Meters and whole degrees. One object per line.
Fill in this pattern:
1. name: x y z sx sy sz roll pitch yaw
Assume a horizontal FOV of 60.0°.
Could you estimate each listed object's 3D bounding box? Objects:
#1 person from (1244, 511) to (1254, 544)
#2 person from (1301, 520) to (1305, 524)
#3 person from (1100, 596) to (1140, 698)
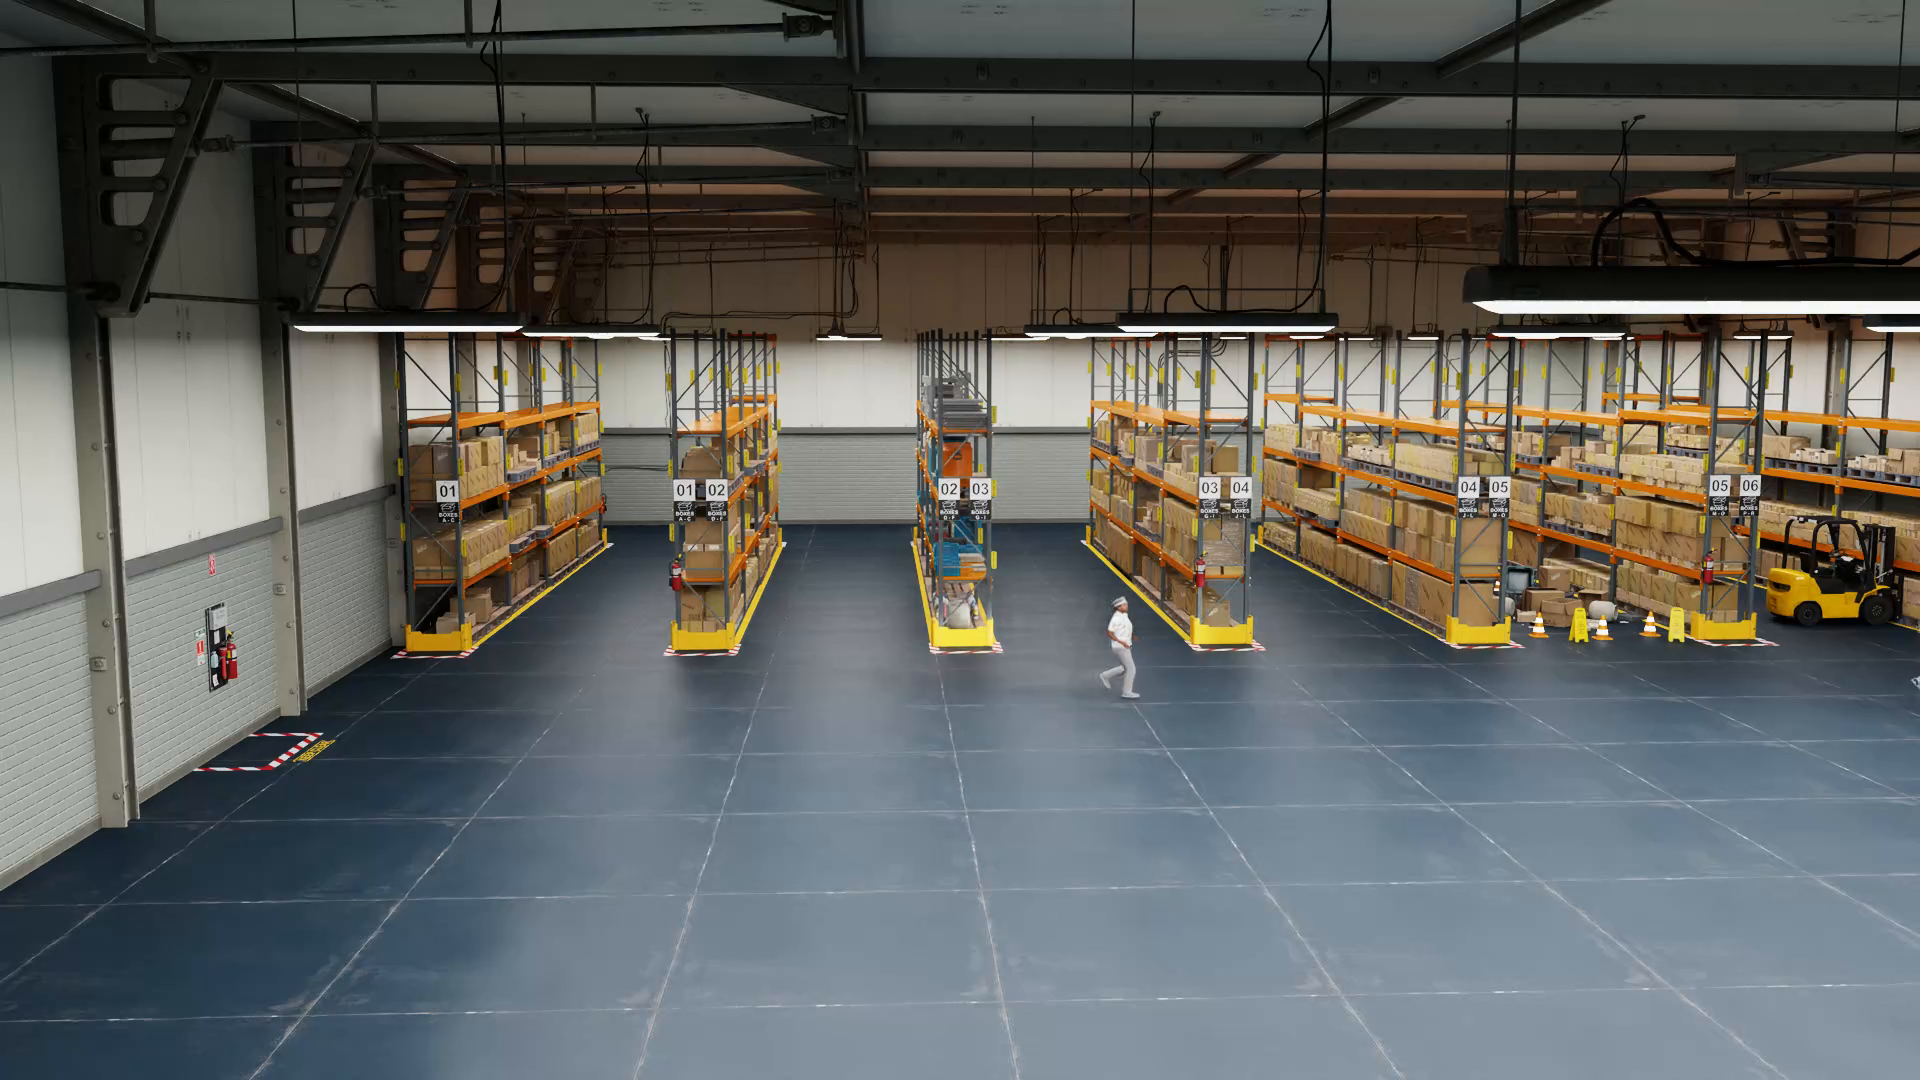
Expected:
1. person: 7.596 -0.368 44.819 0.636 1.674 0.619 0 7 2
2. person: 9.960 -0.845 48.996 0.556 1.583 0.817 -7 9 -45
3. person: 2.591 1.725 26.983 0.681 1.654 0.580 3 7 21
